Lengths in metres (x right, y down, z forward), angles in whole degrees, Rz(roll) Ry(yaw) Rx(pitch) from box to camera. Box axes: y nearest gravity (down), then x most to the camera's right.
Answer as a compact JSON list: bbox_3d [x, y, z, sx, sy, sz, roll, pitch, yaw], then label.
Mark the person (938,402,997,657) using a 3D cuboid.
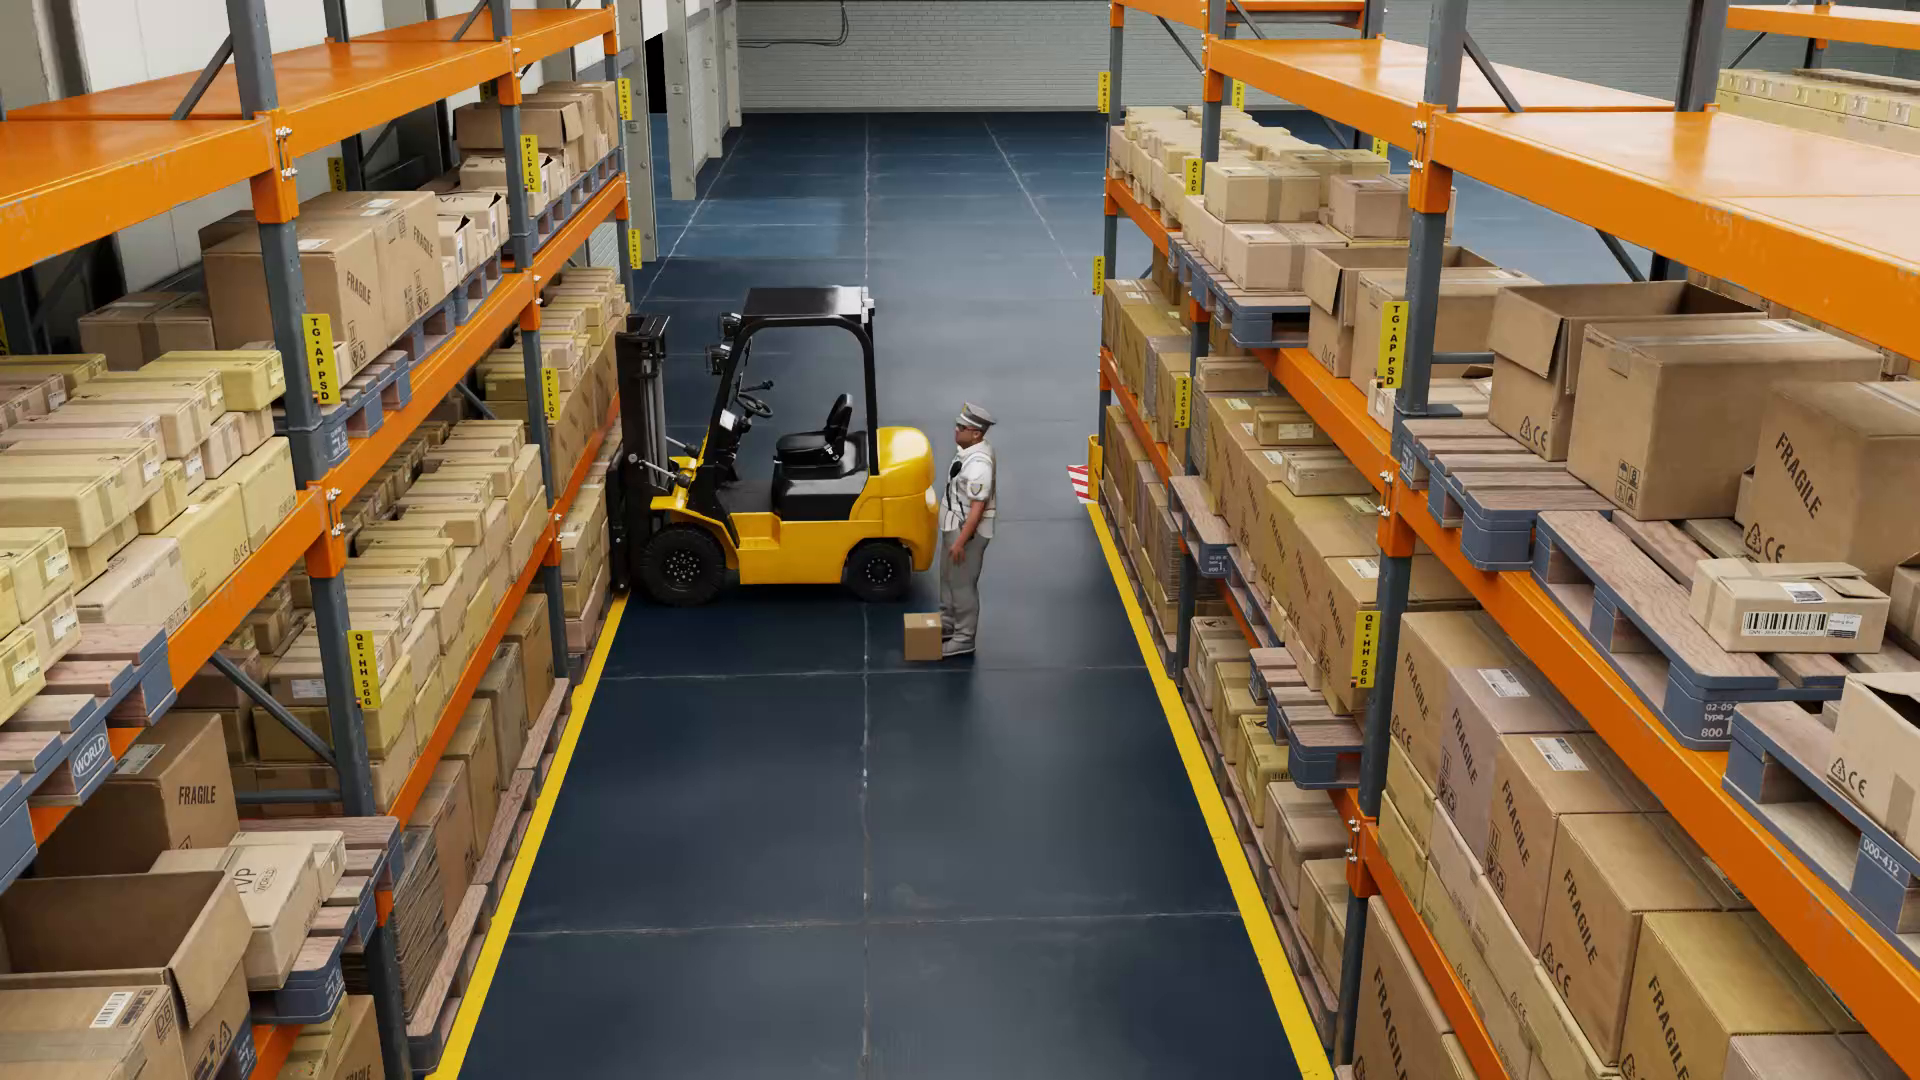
[{"bbox_3d":[-0.044,-0.076,11.202,0.575,1.782,0.635,-1,20,-3],"label":"person"}]
